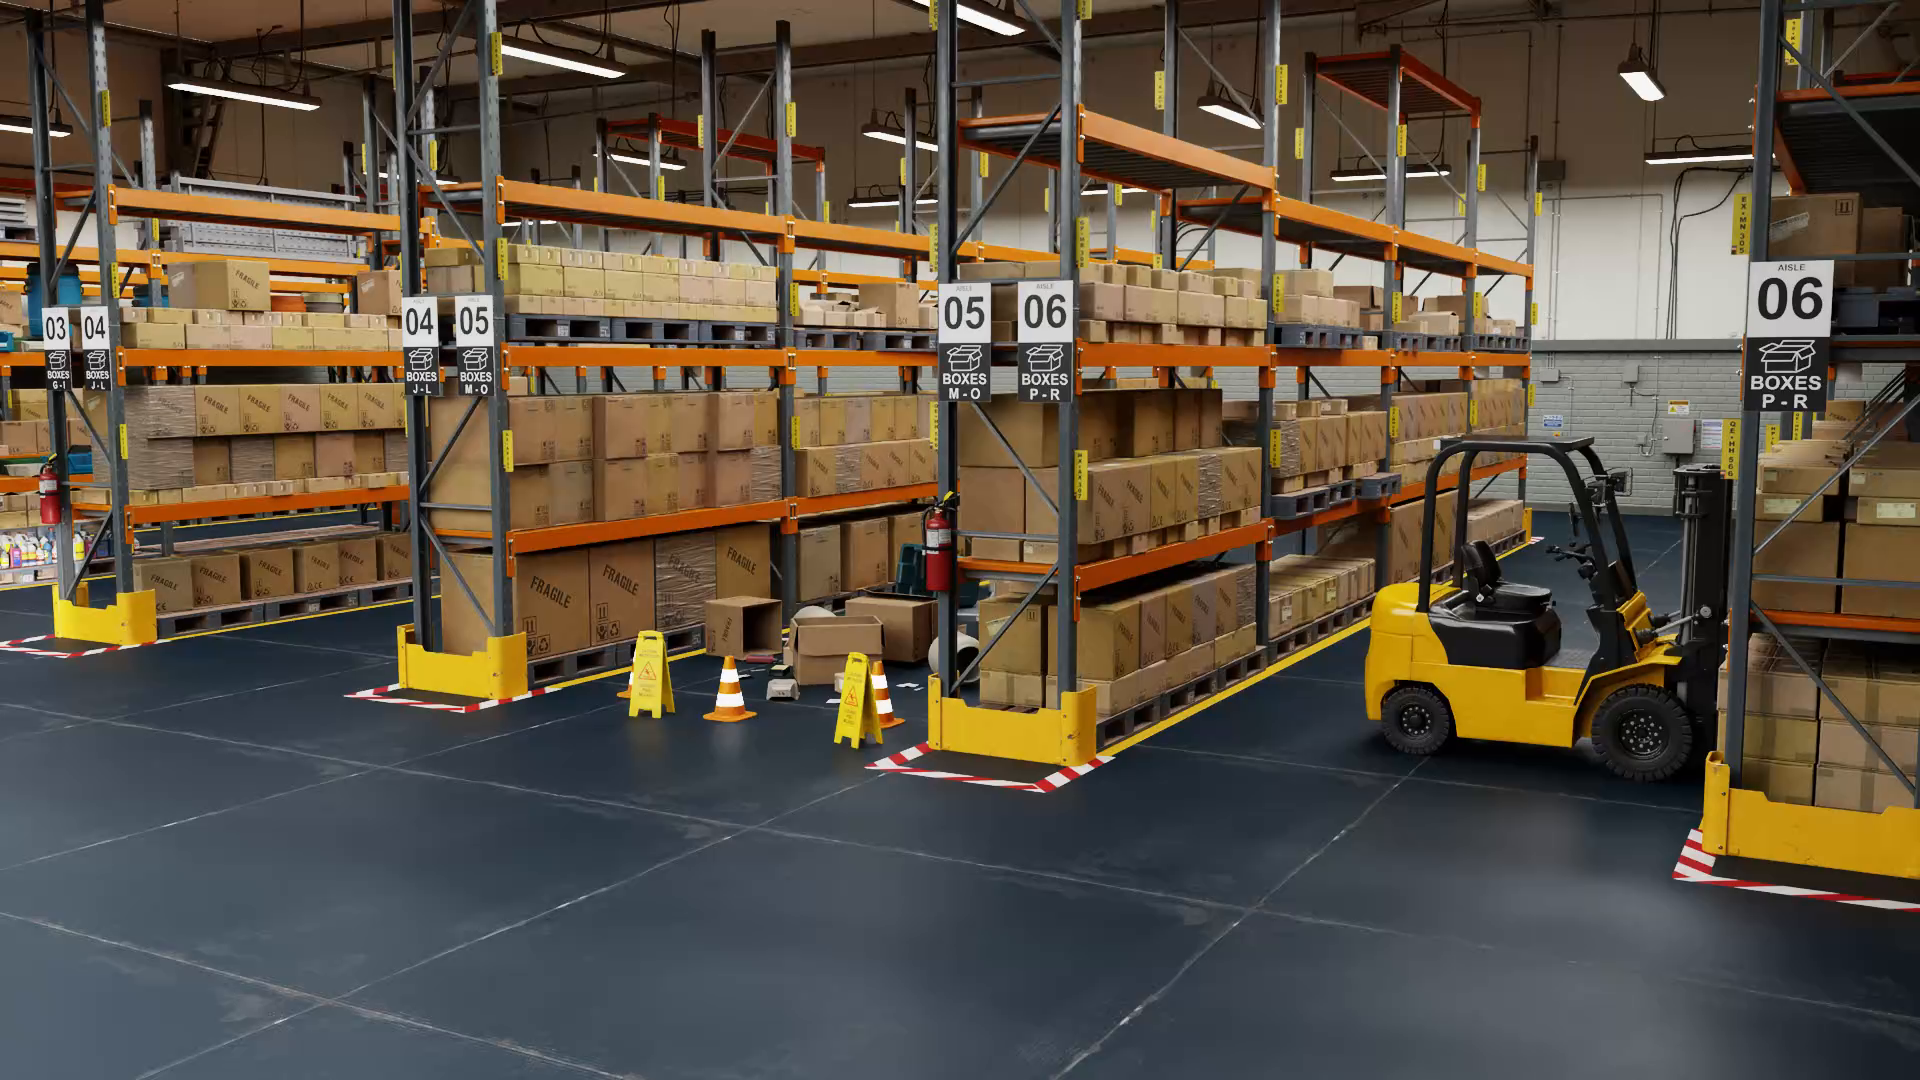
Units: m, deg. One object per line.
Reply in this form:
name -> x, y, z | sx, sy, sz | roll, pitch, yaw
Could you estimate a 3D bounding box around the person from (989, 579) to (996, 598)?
person -> 0.537, 0.260, 18.956 | 0.481, 0.824, 0.800 | 3, 7, 28
